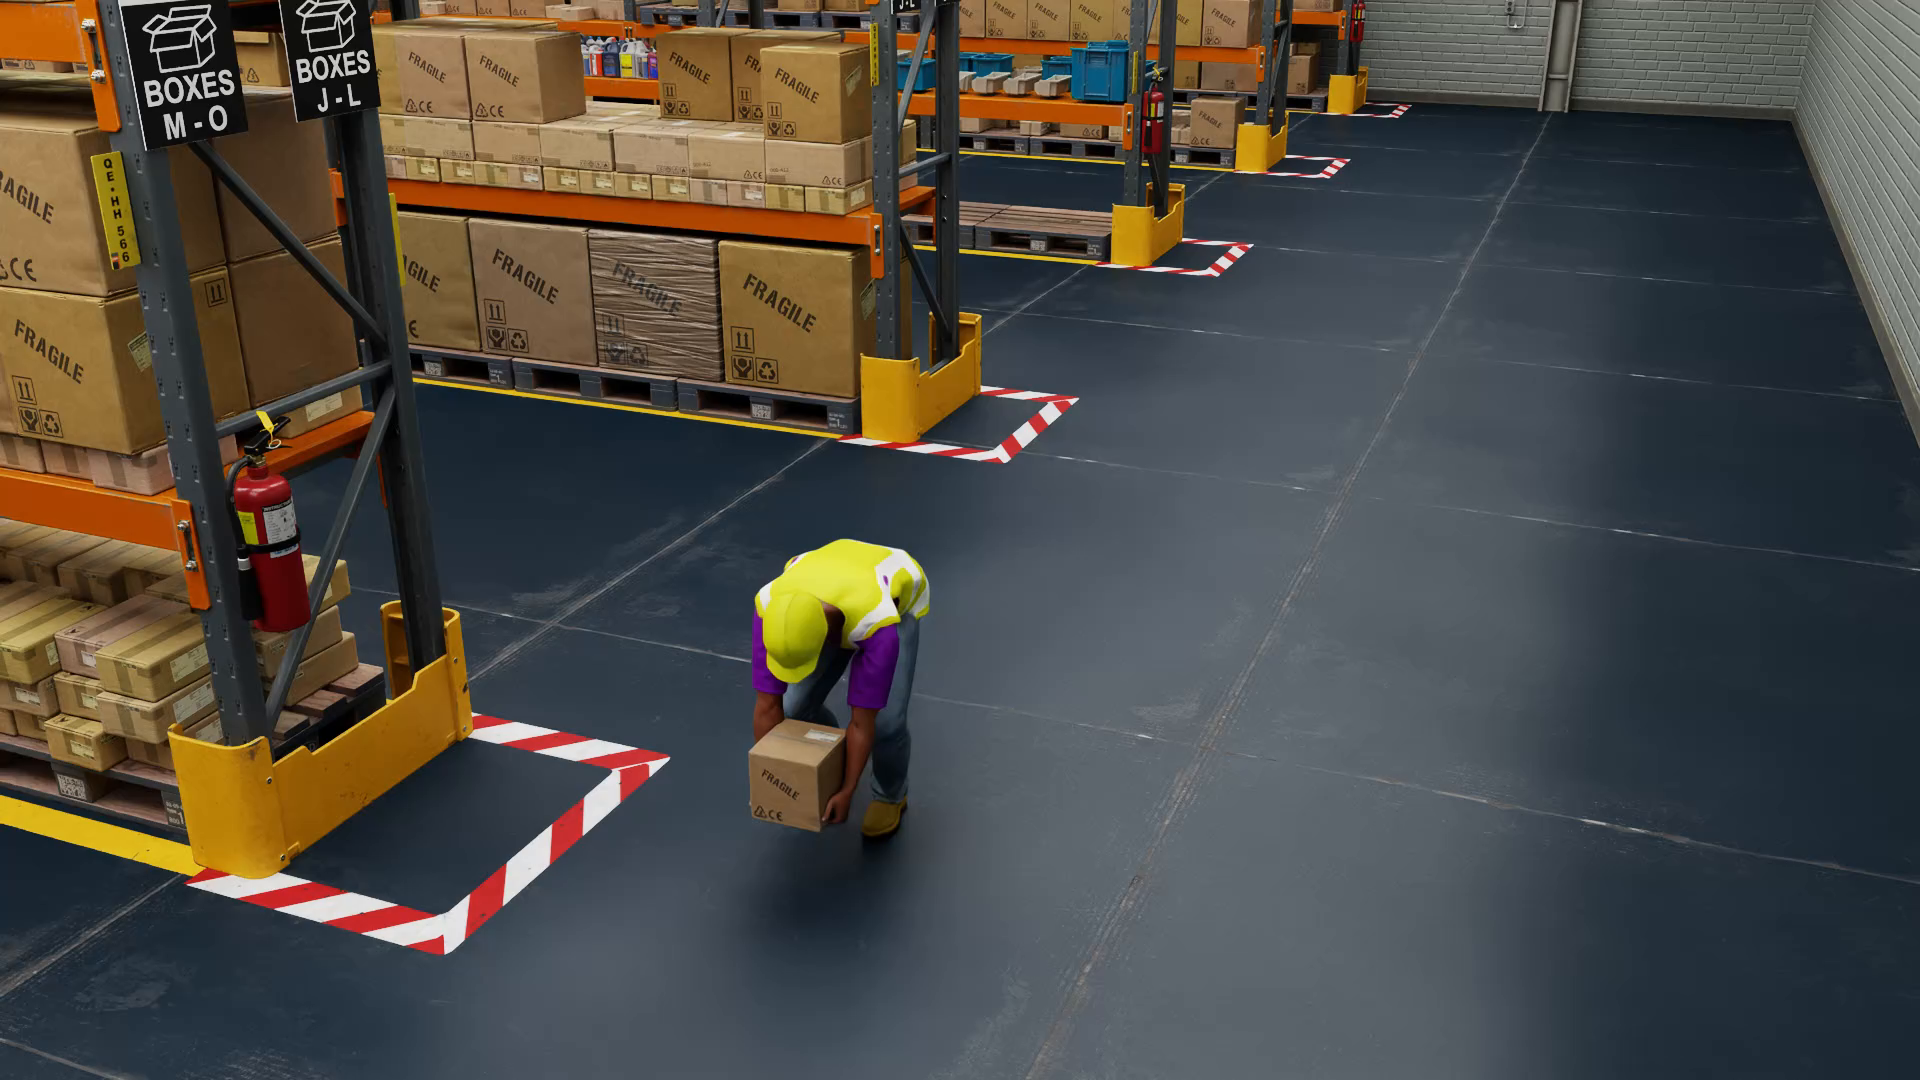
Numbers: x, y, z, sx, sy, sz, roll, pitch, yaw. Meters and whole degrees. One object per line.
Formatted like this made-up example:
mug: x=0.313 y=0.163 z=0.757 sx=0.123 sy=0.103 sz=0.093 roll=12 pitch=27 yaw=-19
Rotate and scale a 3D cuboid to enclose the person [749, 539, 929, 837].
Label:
person: x=-0.401 y=0.540 z=5.674 sx=0.515 sy=1.056 sz=0.925 roll=7 pitch=23 yaw=18
